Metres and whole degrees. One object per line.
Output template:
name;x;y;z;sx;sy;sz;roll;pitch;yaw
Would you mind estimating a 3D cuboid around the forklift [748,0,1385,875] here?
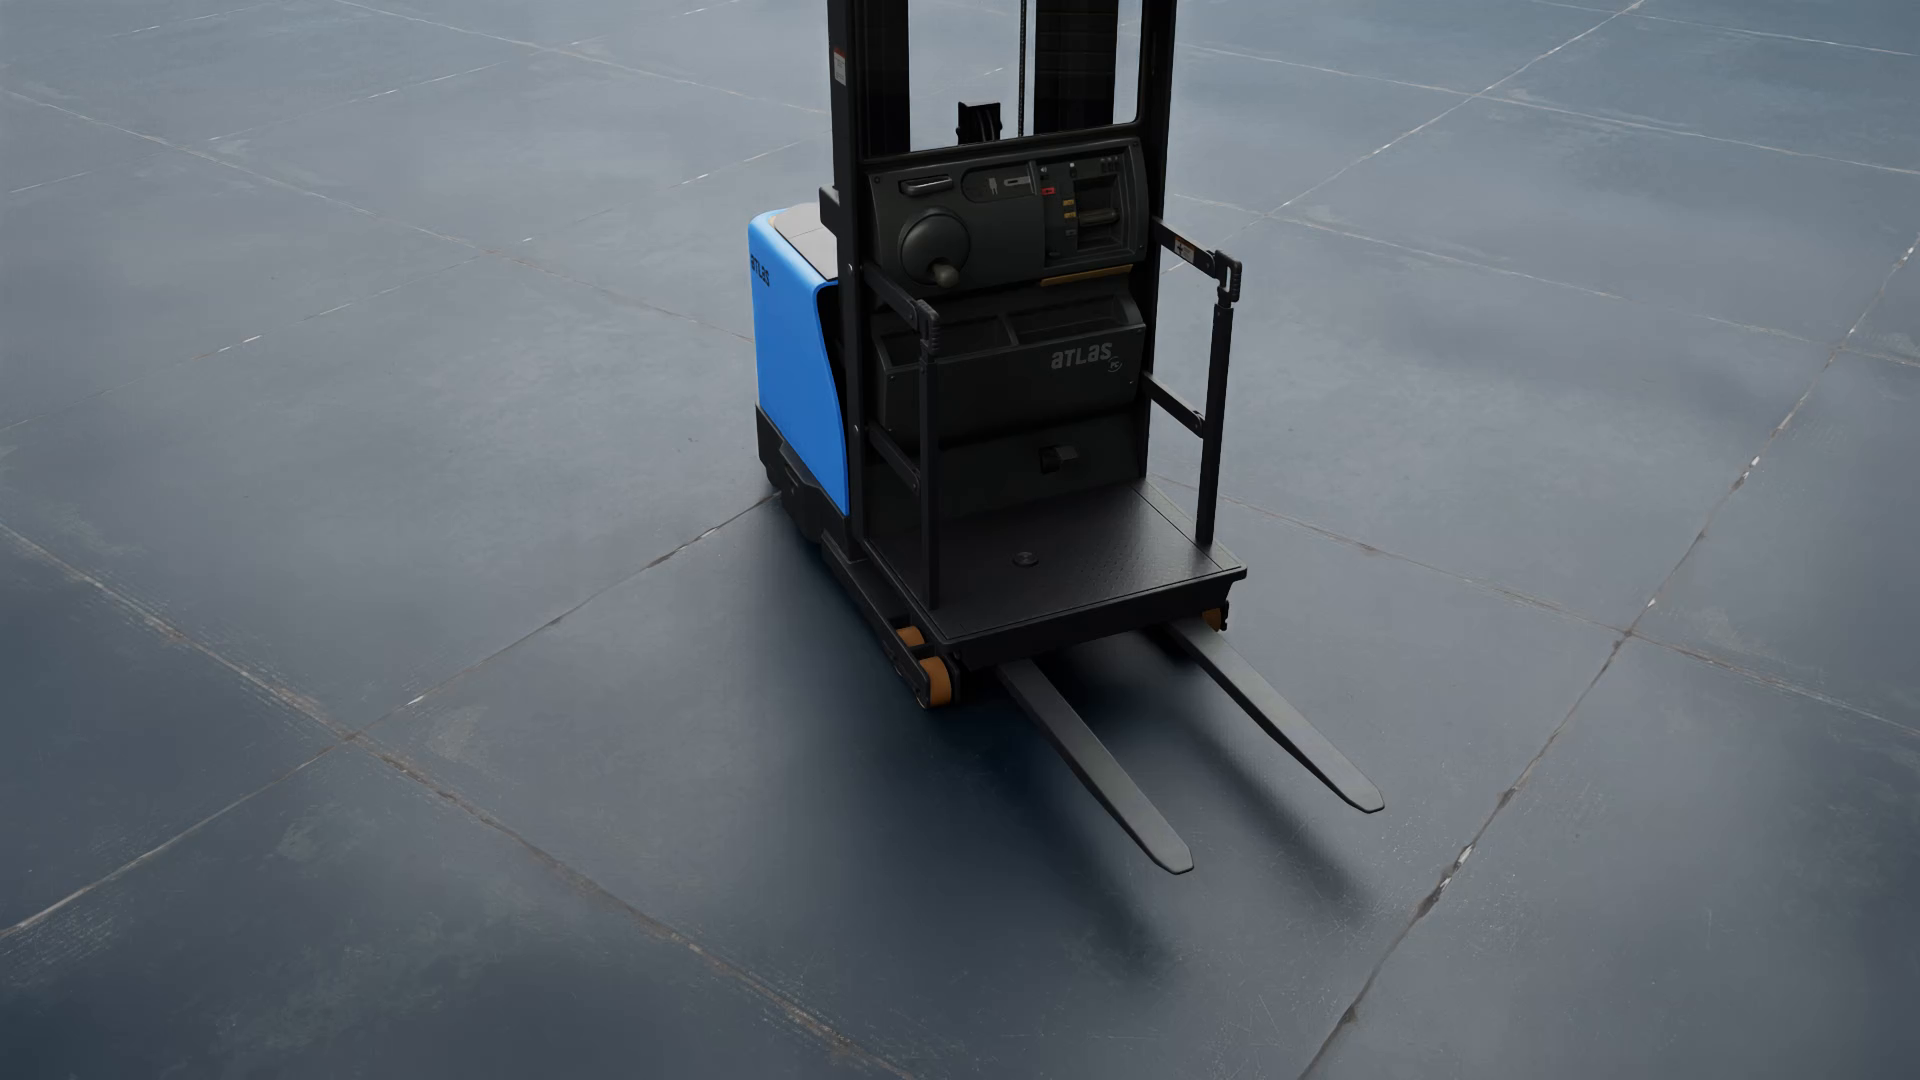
forklift;0.252;-0.971;5.013;1.130;2.935;3.031;-13;33;-20
